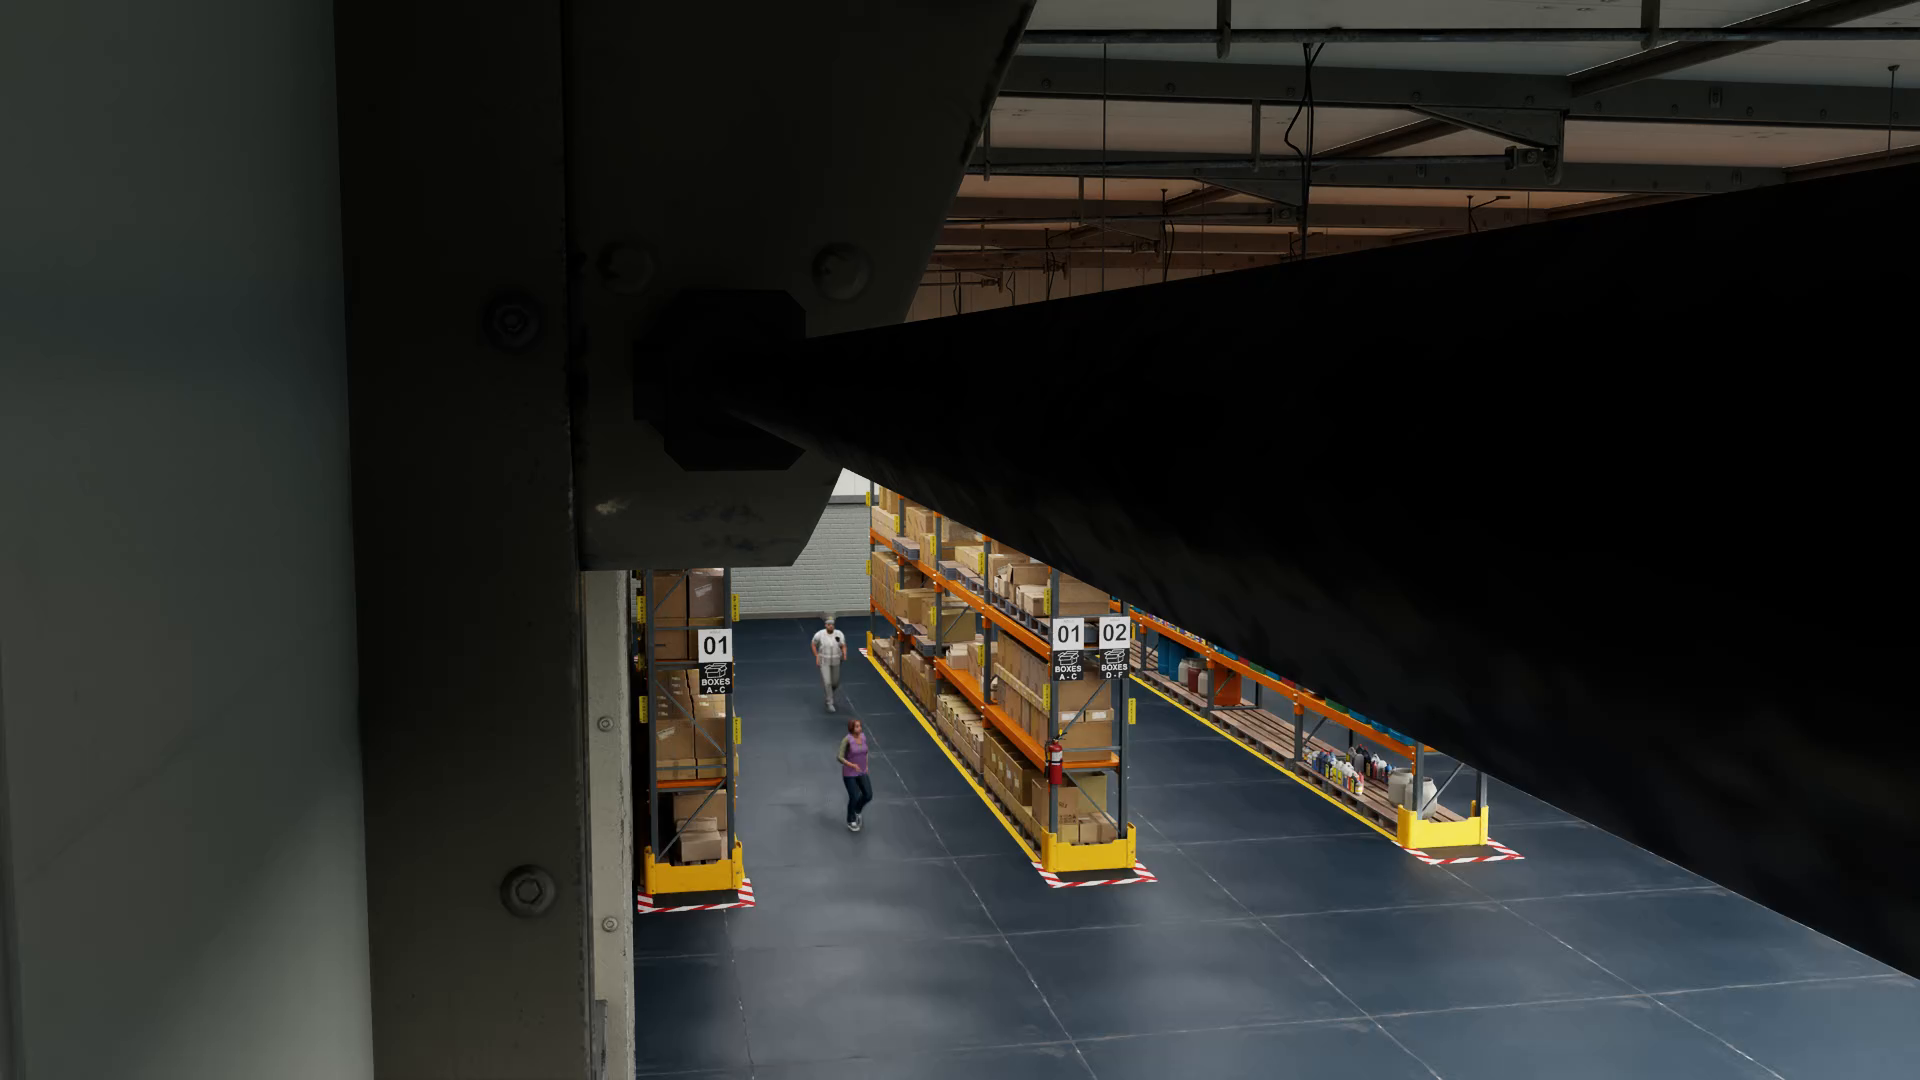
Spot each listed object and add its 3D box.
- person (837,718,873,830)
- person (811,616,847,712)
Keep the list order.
[{"bbox_3d":[-1.409,3.193,22.609,0.542,1.565,0.521,-4,7,-35],"label":"person"},{"bbox_3d":[-2.432,2.257,30.843,0.648,1.757,0.847,-2,6,-15],"label":"person"}]
